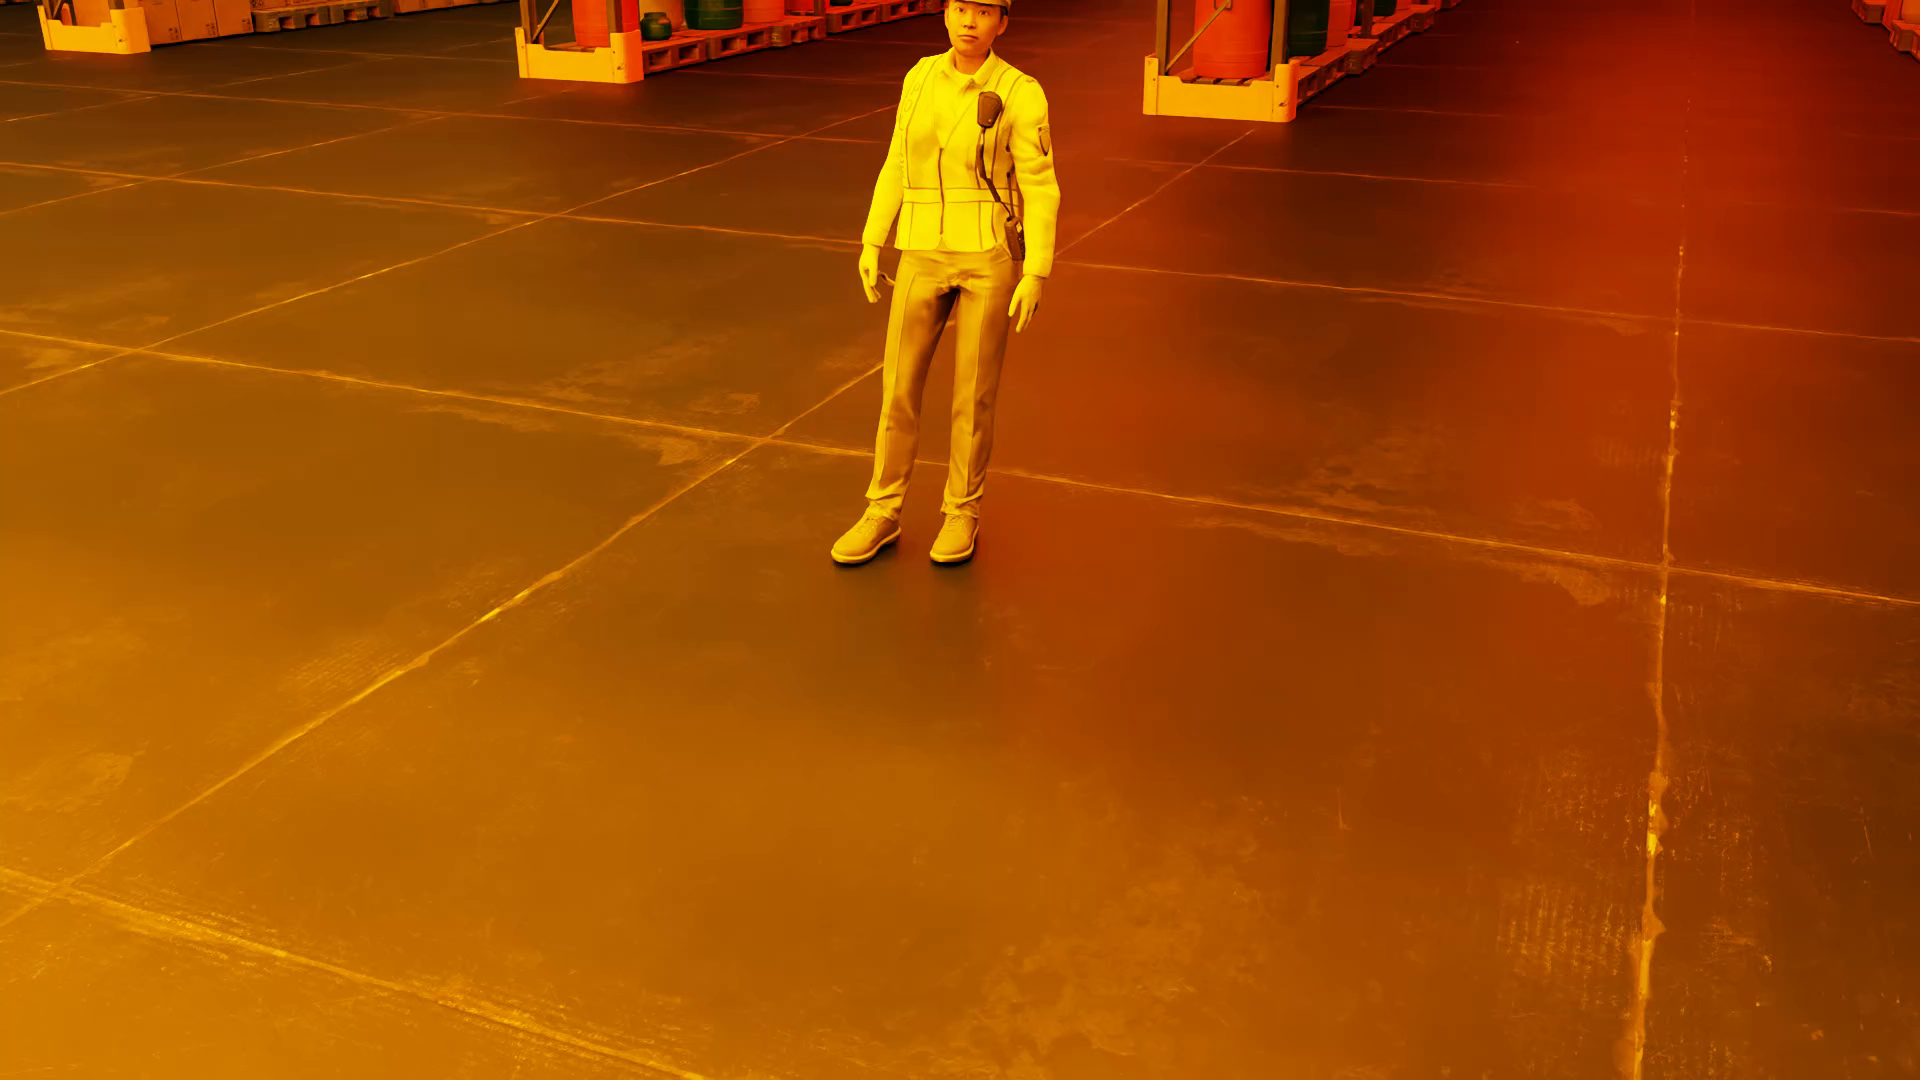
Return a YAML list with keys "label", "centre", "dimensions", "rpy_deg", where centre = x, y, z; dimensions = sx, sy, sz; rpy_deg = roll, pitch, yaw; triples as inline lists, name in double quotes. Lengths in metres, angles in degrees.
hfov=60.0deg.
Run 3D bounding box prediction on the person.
- label: "person"
  centre: [-0.033, -0.765, 4.707]
  dimensions: [0.586, 1.694, 0.530]
  rpy_deg: [9, 24, 21]
